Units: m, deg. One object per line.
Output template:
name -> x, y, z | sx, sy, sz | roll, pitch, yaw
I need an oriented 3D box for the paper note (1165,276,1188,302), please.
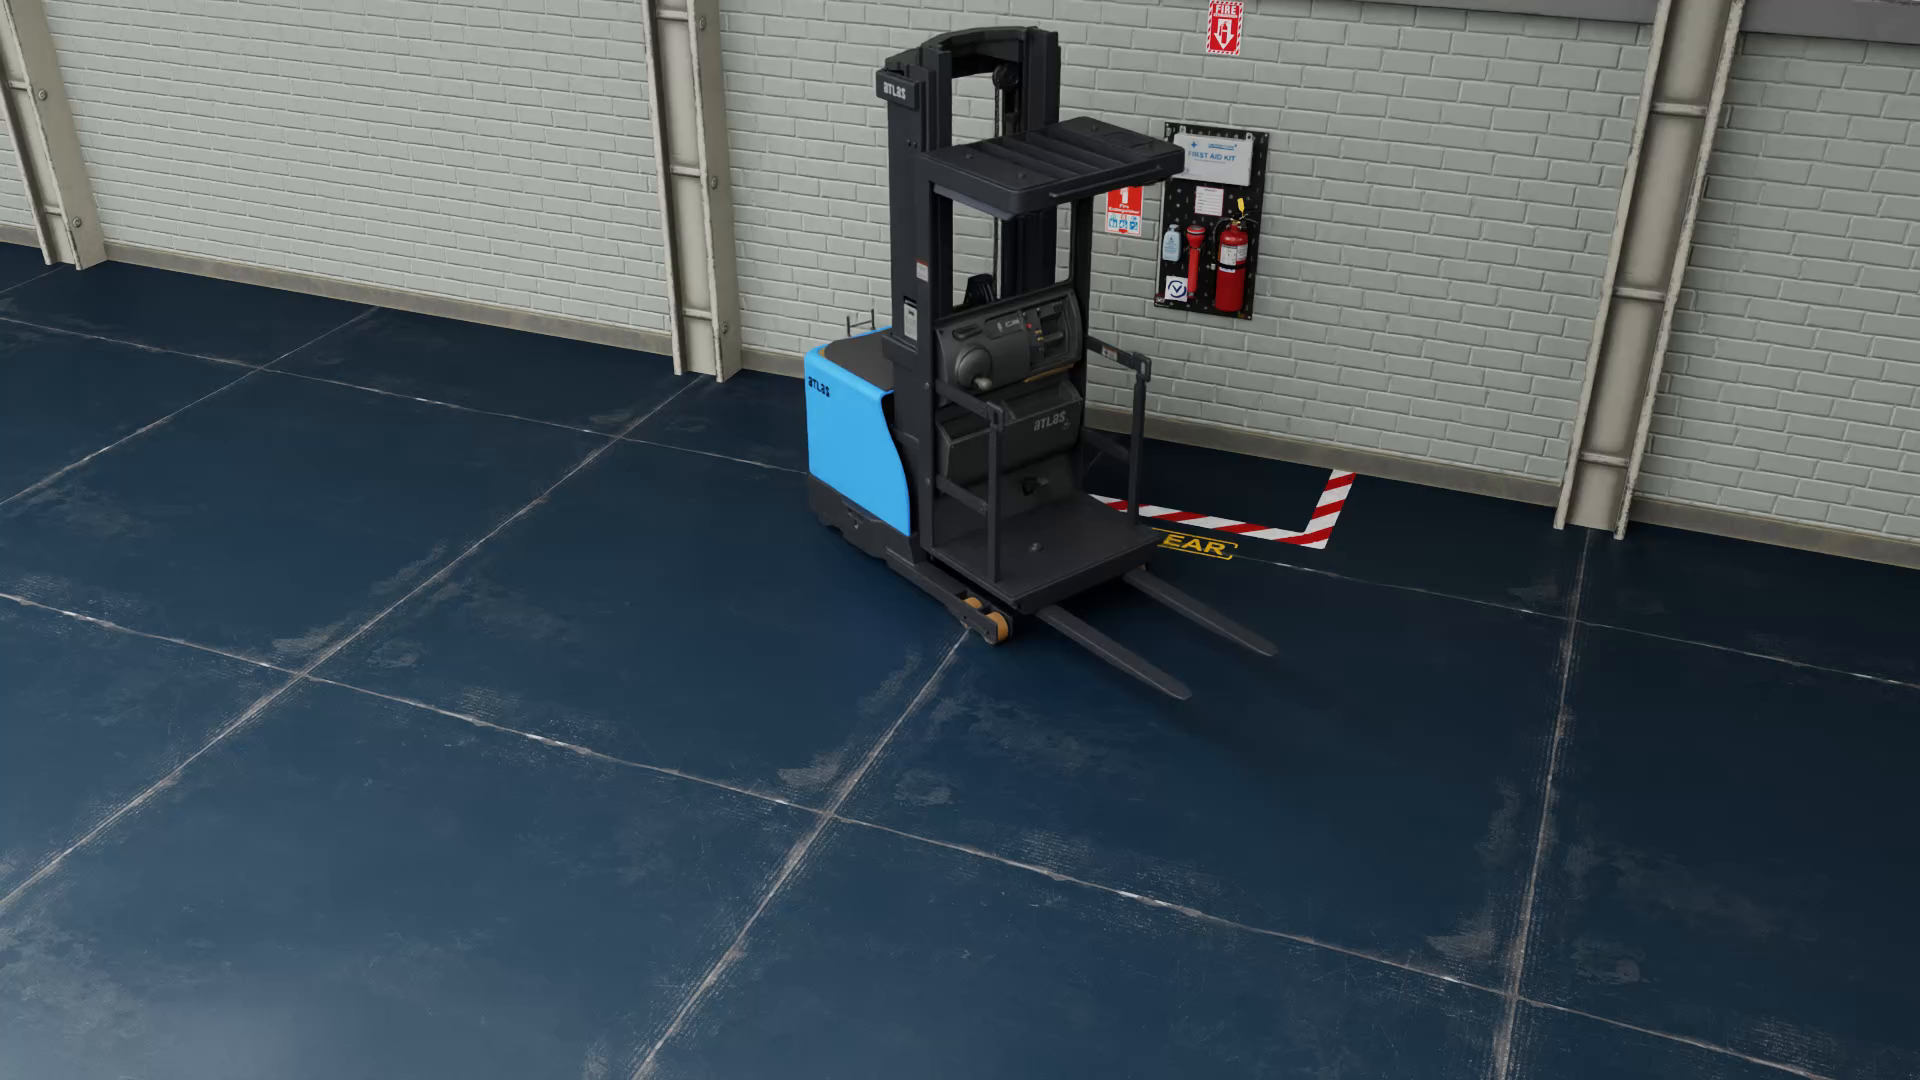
paper note -> 1.351, -1.567, 10.369 | 0.142, 0.148, 0.016 | 11, 31, 19

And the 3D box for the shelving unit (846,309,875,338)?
shelving unit -> -0.522, -0.868, 10.214 | 0.215, 1.050, 0.252 | -21, 35, -33

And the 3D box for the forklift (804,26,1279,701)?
forklift -> 0.398, -1.004, 8.548 | 1.130, 2.935, 3.031 | -21, 36, -33

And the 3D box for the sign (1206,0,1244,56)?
sign -> 1.520, -2.942, 9.551 | 0.199, 0.298, 0.001 | 11, 31, 19

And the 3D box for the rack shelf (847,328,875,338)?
rack shelf -> -0.525, -1.107, 10.083 | 0.215, 0.259, 0.240 | -21, 35, -33

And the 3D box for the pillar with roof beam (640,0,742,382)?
pillar with roof beam -> -3.413, -3.170, 6.214 | 0.400, 9.000, 9.100 | 11, 31, 19

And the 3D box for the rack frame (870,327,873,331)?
rack frame -> -0.446, -0.823, 10.130 | 0.200, 1.050, 0.008 | -21, 35, -33

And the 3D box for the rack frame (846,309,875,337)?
rack frame -> -0.598, -0.913, 10.299 | 0.200, 1.050, 0.008 | -21, 35, -33

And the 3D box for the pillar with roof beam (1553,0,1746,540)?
pillar with roof beam -> 2.147, -2.060, 4.250 | 0.400, 9.000, 9.100 | 11, 31, 19

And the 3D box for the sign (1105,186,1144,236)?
sign -> 1.016, -2.051, 10.294 | 0.234, 0.329, 0.001 | 11, 31, 19

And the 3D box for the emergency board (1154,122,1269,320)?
emergency board -> 1.490, -1.886, 10.039 | 0.643, 1.169, 0.194 | 11, 31, 19

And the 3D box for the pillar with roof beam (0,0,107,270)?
pillar with roof beam -> -8.973, -4.281, 8.178 | 0.400, 9.000, 9.100 | 11, 31, 19
